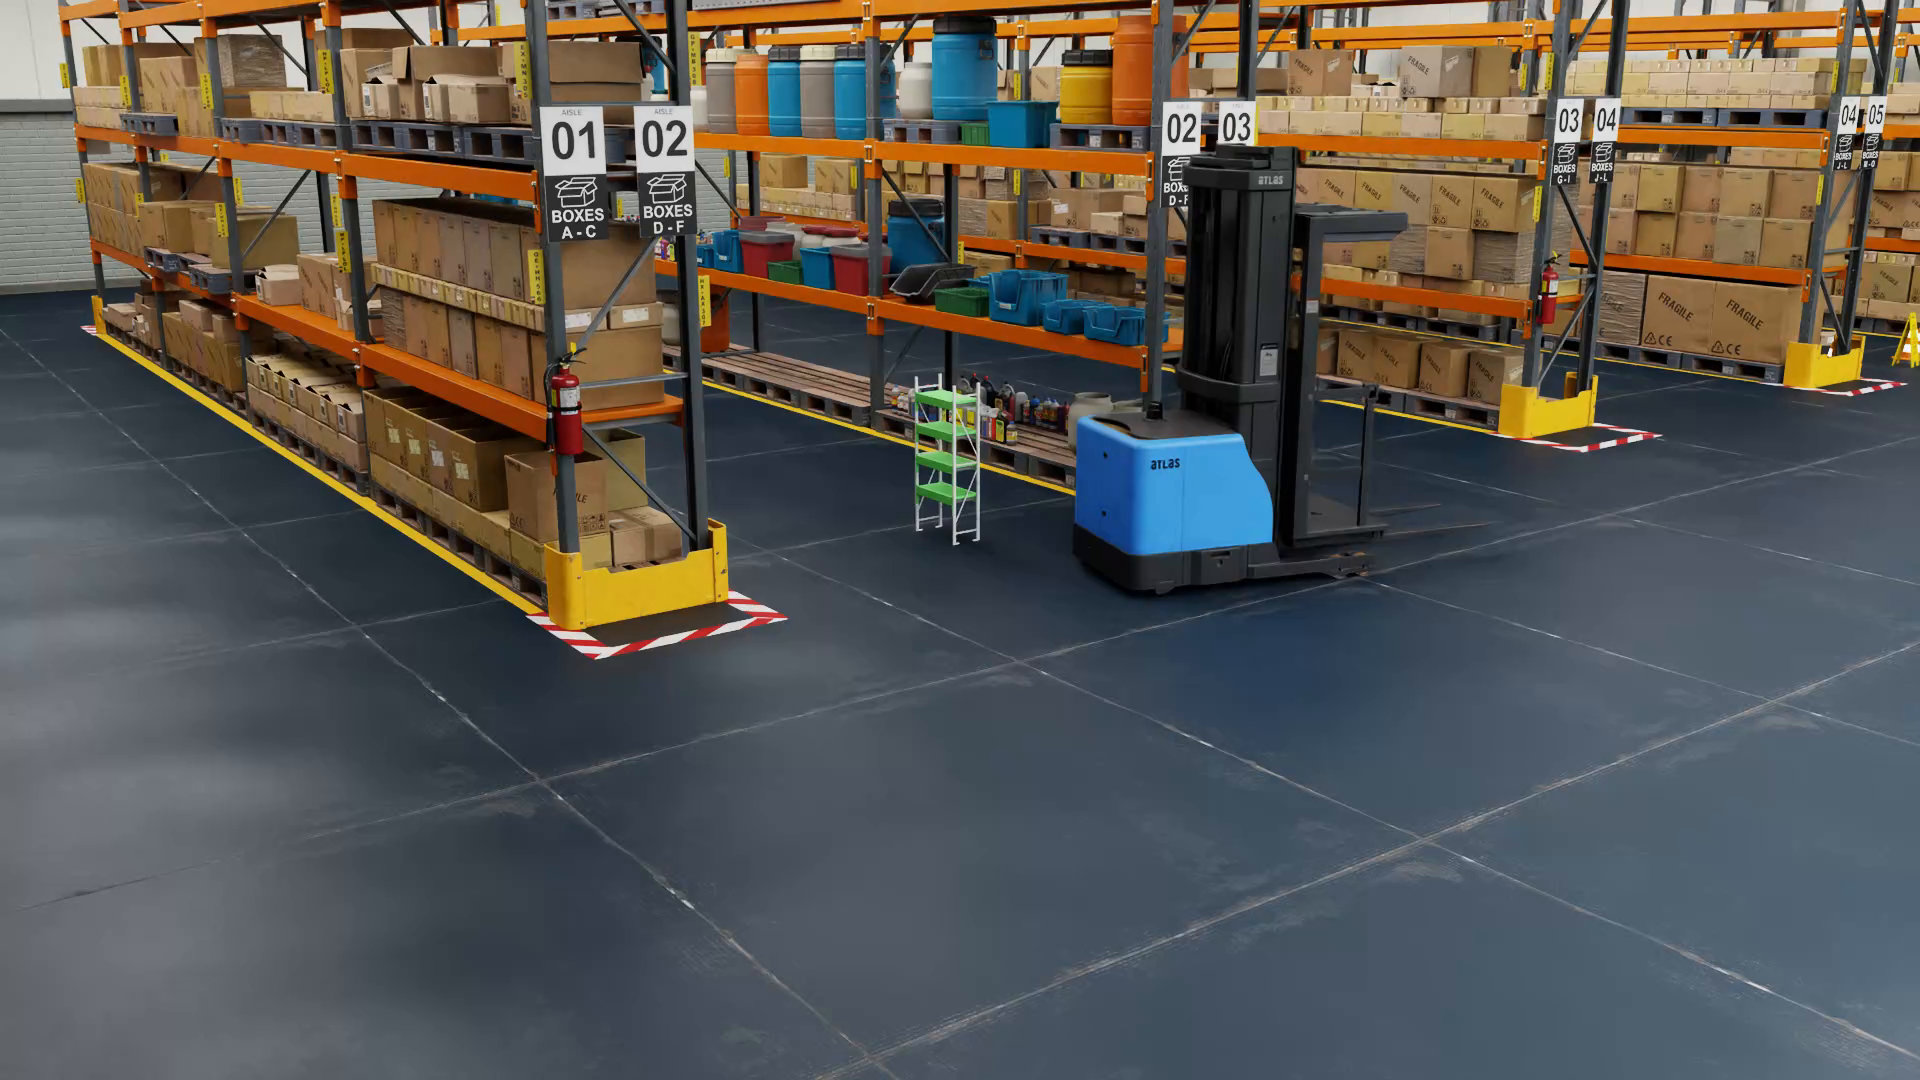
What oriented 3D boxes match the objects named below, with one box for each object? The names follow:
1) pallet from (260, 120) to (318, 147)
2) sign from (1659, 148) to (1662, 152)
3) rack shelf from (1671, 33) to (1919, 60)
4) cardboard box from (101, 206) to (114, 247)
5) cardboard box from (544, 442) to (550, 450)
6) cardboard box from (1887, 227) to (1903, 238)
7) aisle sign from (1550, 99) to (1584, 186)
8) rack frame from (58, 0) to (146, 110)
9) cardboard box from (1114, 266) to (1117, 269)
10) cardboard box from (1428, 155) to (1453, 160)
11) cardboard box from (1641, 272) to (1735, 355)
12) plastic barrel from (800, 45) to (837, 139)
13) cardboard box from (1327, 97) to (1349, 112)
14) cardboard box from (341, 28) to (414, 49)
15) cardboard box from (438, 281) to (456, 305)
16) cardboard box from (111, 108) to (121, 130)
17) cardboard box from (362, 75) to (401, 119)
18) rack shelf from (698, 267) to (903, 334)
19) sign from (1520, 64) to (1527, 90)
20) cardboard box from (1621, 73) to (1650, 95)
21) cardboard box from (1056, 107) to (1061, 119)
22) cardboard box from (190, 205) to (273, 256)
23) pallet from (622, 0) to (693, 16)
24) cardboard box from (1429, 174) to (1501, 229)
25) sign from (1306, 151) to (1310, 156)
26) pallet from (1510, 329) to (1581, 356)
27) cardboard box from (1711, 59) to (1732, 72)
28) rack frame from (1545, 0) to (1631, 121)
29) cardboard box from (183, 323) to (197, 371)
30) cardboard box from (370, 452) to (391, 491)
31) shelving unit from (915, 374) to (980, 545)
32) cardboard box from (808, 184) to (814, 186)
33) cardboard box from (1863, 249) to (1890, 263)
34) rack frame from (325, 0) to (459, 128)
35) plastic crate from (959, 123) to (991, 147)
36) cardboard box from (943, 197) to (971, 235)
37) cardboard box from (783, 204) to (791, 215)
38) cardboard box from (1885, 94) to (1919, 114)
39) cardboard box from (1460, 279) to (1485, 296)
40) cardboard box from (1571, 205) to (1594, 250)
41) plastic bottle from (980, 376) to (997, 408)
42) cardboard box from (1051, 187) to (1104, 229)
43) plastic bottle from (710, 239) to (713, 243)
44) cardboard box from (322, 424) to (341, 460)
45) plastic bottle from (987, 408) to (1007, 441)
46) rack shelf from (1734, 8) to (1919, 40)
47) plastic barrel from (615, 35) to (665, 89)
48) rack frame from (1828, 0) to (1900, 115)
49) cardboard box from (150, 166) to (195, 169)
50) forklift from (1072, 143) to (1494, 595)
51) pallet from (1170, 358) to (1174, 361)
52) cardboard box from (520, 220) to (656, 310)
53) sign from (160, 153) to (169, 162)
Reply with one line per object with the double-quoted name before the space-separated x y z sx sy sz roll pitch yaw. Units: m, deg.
"pallet" -5.684 -3.696 15.074 1.003 0.211 1.213 -10 18 -32
"sign" 12.795 -6.990 30.390 0.100 0.325 0.005 -11 19 -35
"rack shelf" 14.404 -8.483 28.643 1.077 0.370 4.000 -11 19 -35
"cardboard box" -10.872 -4.114 21.735 0.500 0.500 0.500 -11 19 -35
"cardboard box" -2.847 -0.600 12.078 0.500 0.500 0.500 -11 19 -35
"cardboard box" 12.941 -4.224 22.802 0.380 0.149 0.250 -11 19 -34
"aisle sign" 5.697 -3.732 15.607 0.394 0.787 0.004 -11 19 -35
"rack frame" -11.520 -7.312 22.244 1.000 3.000 0.127 -11 19 -35
"cardboard box" 2.808 -4.861 29.260 0.380 0.149 0.250 -10 18 -33
"cardboard box" 8.392 -6.493 28.536 0.500 0.500 0.500 -10 18 -34
"cardboard box" 9.003 -2.787 20.304 0.875 0.875 0.875 -11 19 -35
"plastic barrel" -1.314 -4.527 16.802 0.600 0.901 0.600 0 15 0
"cardboard box" 4.112 -4.618 17.615 0.380 0.149 0.250 -11 19 -36
"cardboard box" -4.795 -3.932 13.647 0.500 0.500 0.500 -11 19 -34
"cardboard box" -3.549 -1.799 12.049 0.380 0.149 0.250 -11 19 -35
"cardboard box" -9.954 -5.109 20.164 0.500 0.250 0.500 -11 19 -35
"cardboard box" -4.064 -3.266 12.252 0.500 0.311 0.500 -12 19 -38
"rack shelf" -1.631 -2.704 18.136 1.077 0.370 4.000 -11 19 -35
"sign" 7.190 -5.902 21.202 0.100 0.325 0.005 -11 19 -35
"cardboard box" 8.279 -5.547 20.213 0.500 0.250 0.500 -11 19 -35
"cardboard box" 1.571 -5.372 21.122 0.500 0.250 0.500 -10 18 -33
"cardboard box" -8.079 -3.447 18.504 0.500 0.500 0.700 12 19 38
"pallet" -3.206 -6.246 19.467 1.213 0.211 1.003 -11 19 -35
"cardboard box" 5.081 -3.397 16.660 0.500 0.500 0.500 -11 19 -35
"sign" 6.416 -7.008 30.710 0.100 0.325 0.005 -11 19 -35
"pallet" 8.007 -2.621 21.754 1.003 0.211 1.213 -11 19 -35
"cardboard box" 8.907 -5.484 19.228 0.380 0.149 0.250 -11 19 -34
"rack frame" 5.903 -5.432 15.377 1.000 3.000 0.127 -11 19 -35
"cardboard box" -8.470 -2.209 18.868 0.500 0.500 0.500 -11 19 -34
"cardboard box" -4.436 -0.586 13.448 0.500 0.250 0.500 -11 19 -35
"shelving unit" -0.097 -0.614 12.547 0.258 1.200 0.503 -11 19 -35
"cardboard box" -2.707 -5.855 28.008 0.500 0.250 0.500 -11 19 -35
"cardboard box" 12.668 -3.937 23.041 0.380 0.149 0.250 -10 18 -32
"rack frame" -4.464 -4.749 12.882 1.000 3.000 0.127 -11 19 -35
"plastic crate" 0.252 -3.589 14.727 0.336 0.188 0.450 -11 19 -35
"cardboard box" 0.113 -4.580 23.437 0.500 0.500 0.500 -12 19 -36
"cardboard box" -2.657 -5.379 27.021 0.380 0.149 0.250 -11 19 -36
"cardboard box" 12.797 -5.880 22.415 0.500 0.250 0.500 -10 18 -33
"cardboard box" 5.234 -2.545 16.668 0.380 0.149 0.250 -11 19 -35
"cardboard box" 8.191 -4.022 21.306 0.875 0.550 0.550 -11 19 -35
"plastic bottle" 0.270 -1.425 16.283 0.144 0.351 0.185 -12 19 -37
"cardboard box" 1.549 -4.388 21.943 0.500 0.500 0.500 -14 21 -41
"plastic bottle" -2.923 -3.537 20.052 0.152 0.276 0.135 -11 19 -35
"cardboard box" -5.238 -0.884 14.536 0.500 0.250 0.500 -11 19 -35
"plastic bottle" 0.336 -1.050 15.057 0.152 0.276 0.135 -11 19 -34
"rack shelf" 12.743 -7.049 22.652 1.077 0.370 4.000 -11 19 -35
"plastic barrel" -4.032 -5.882 20.959 0.600 0.901 0.708 -11 19 -35
"rack frame" 9.975 -6.180 18.111 1.000 3.000 0.127 -11 19 -35
"cardboard box" -10.127 -4.569 21.504 0.500 0.500 0.500 -10 18 -33
"forklift" 2.379 -1.268 11.656 3.031 2.935 1.130 -5 16 -19
"pallet" 2.371 -2.474 21.217 1.003 0.211 1.213 -11 19 -35
"cardboard box" -2.407 -1.788 10.782 0.700 0.500 0.500 -11 19 -34
"sign" -11.059 -5.211 23.141 0.100 0.325 0.005 -11 19 -35
